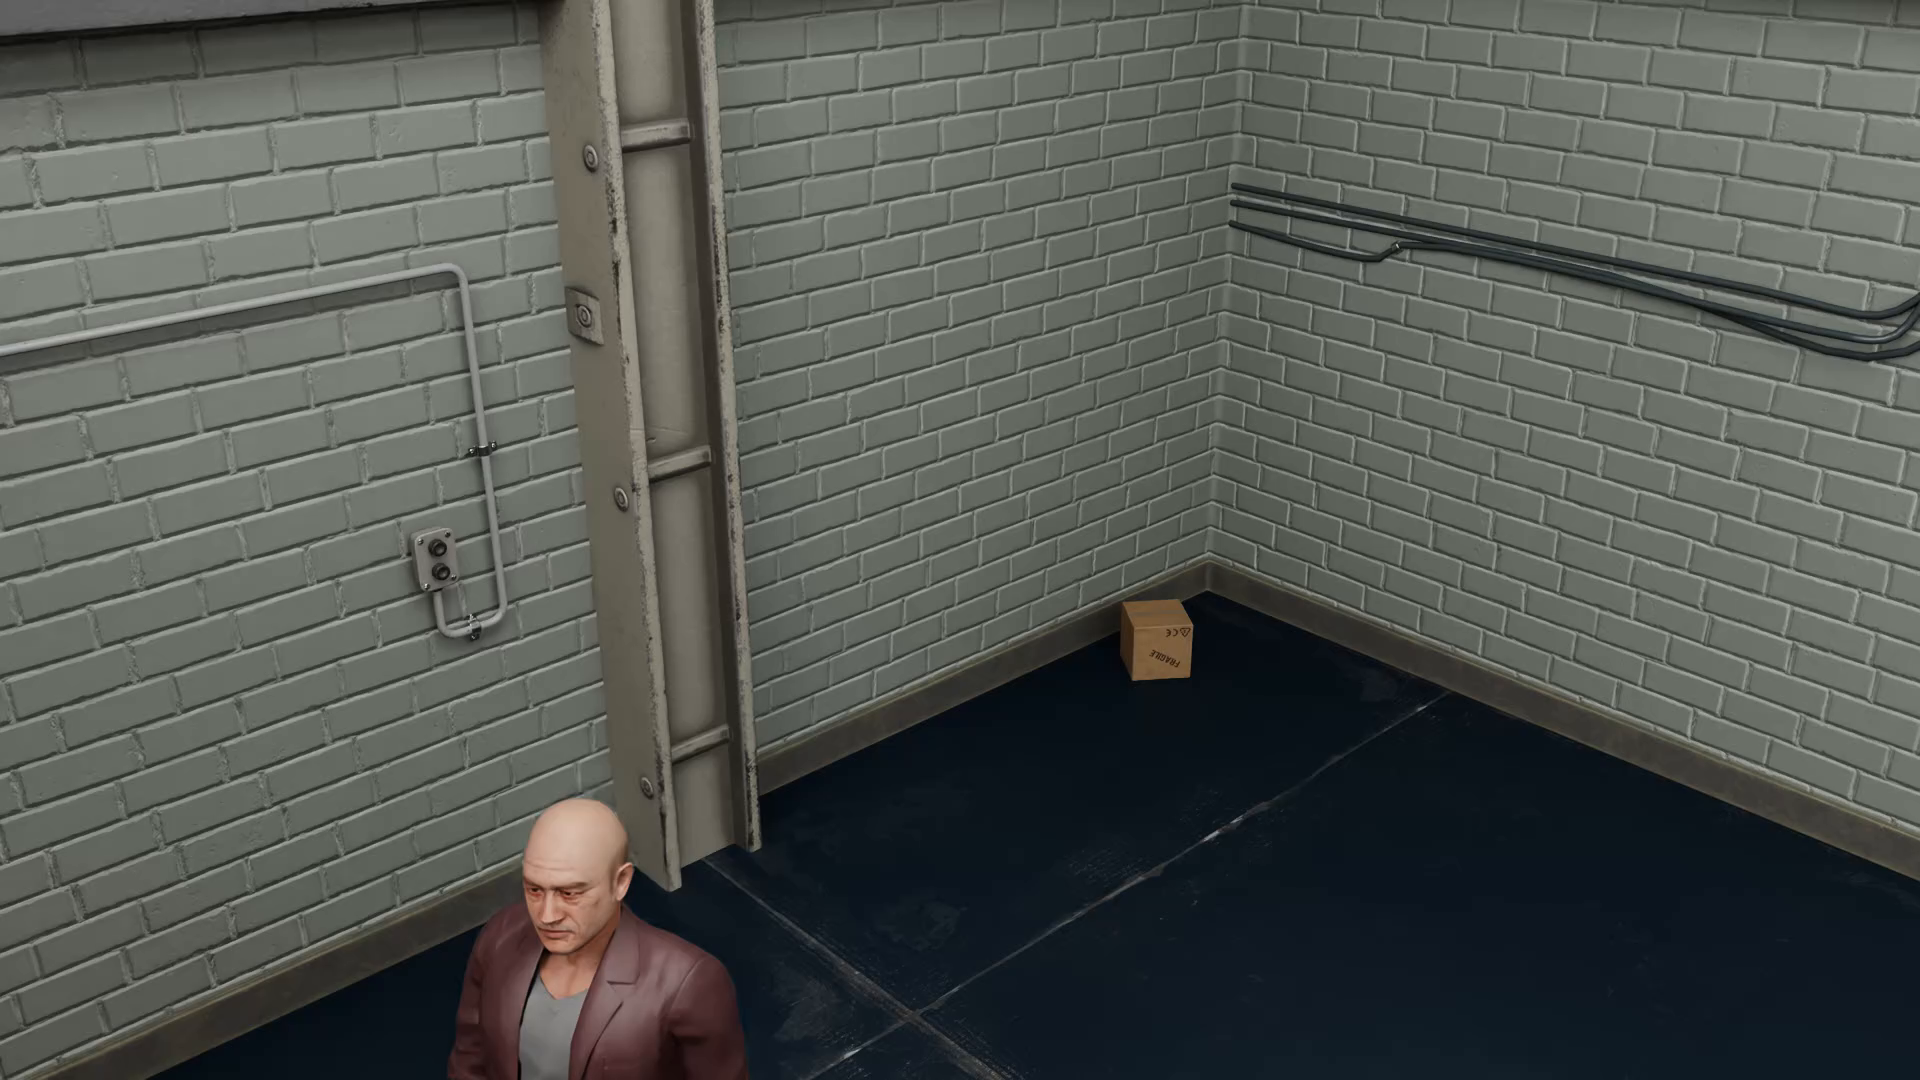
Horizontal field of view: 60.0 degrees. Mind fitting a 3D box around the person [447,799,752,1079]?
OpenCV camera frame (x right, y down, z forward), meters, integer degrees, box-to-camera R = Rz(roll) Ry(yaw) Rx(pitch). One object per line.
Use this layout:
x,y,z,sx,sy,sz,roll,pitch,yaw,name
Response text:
-0.734,1.334,3.126,0.574,1.796,0.874,11,26,23,person
